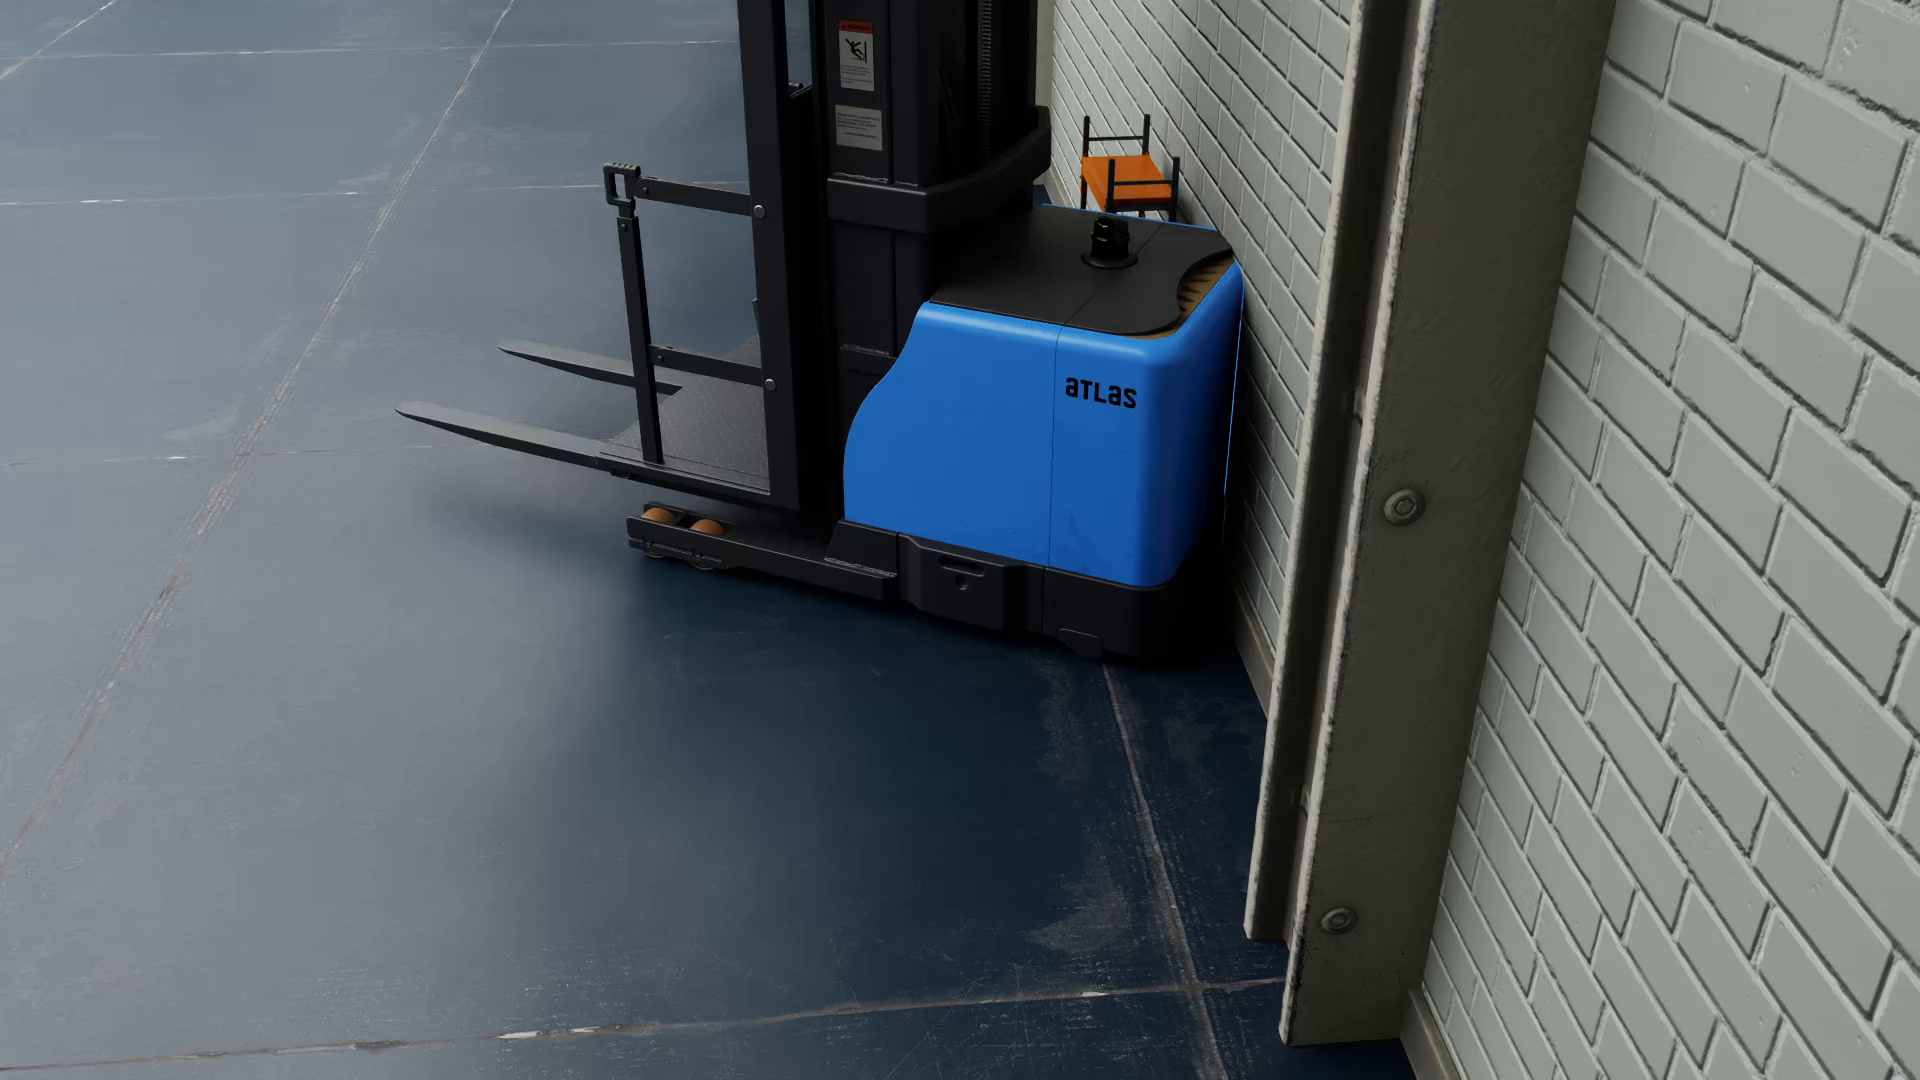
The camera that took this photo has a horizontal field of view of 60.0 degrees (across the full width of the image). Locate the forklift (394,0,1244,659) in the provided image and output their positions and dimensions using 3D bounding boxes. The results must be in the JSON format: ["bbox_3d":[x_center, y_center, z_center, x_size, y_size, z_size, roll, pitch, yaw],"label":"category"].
[{"bbox_3d":[-0.568,-1.389,5.217,3.031,2.935,1.130,13,33,21],"label":"forklift"}]

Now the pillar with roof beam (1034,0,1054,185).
[{"bbox_3d":[-3.968,-5.670,6.467,9.100,9.000,0.400,-3,31,-5],"label":"pillar with roof beam"}]

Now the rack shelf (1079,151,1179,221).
[{"bbox_3d":[0.588,-1.218,5.853,0.258,0.148,0.480,-3,31,-5],"label":"rack shelf"}]

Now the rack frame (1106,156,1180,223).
[{"bbox_3d":[0.614,-0.756,5.846,0.240,1.200,0.015,-3,31,-5],"label":"rack frame"}]

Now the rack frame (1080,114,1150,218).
[{"bbox_3d":[0.563,-1.005,6.262,0.240,1.200,0.015,-3,31,-5],"label":"rack frame"}]

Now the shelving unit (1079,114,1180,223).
[{"bbox_3d":[0.588,-0.880,6.054,0.258,1.200,0.503,-3,31,-5],"label":"shelving unit"}]

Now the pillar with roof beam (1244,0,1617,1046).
[{"bbox_3d":[-3.408,-2.607,1.339,9.100,9.000,0.400,-3,31,-5],"label":"pillar with roof beam"}]

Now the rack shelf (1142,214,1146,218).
[{"bbox_3d":[0.588,-1.015,5.974,0.258,0.148,0.480,-3,31,-5],"label":"rack shelf"}]
